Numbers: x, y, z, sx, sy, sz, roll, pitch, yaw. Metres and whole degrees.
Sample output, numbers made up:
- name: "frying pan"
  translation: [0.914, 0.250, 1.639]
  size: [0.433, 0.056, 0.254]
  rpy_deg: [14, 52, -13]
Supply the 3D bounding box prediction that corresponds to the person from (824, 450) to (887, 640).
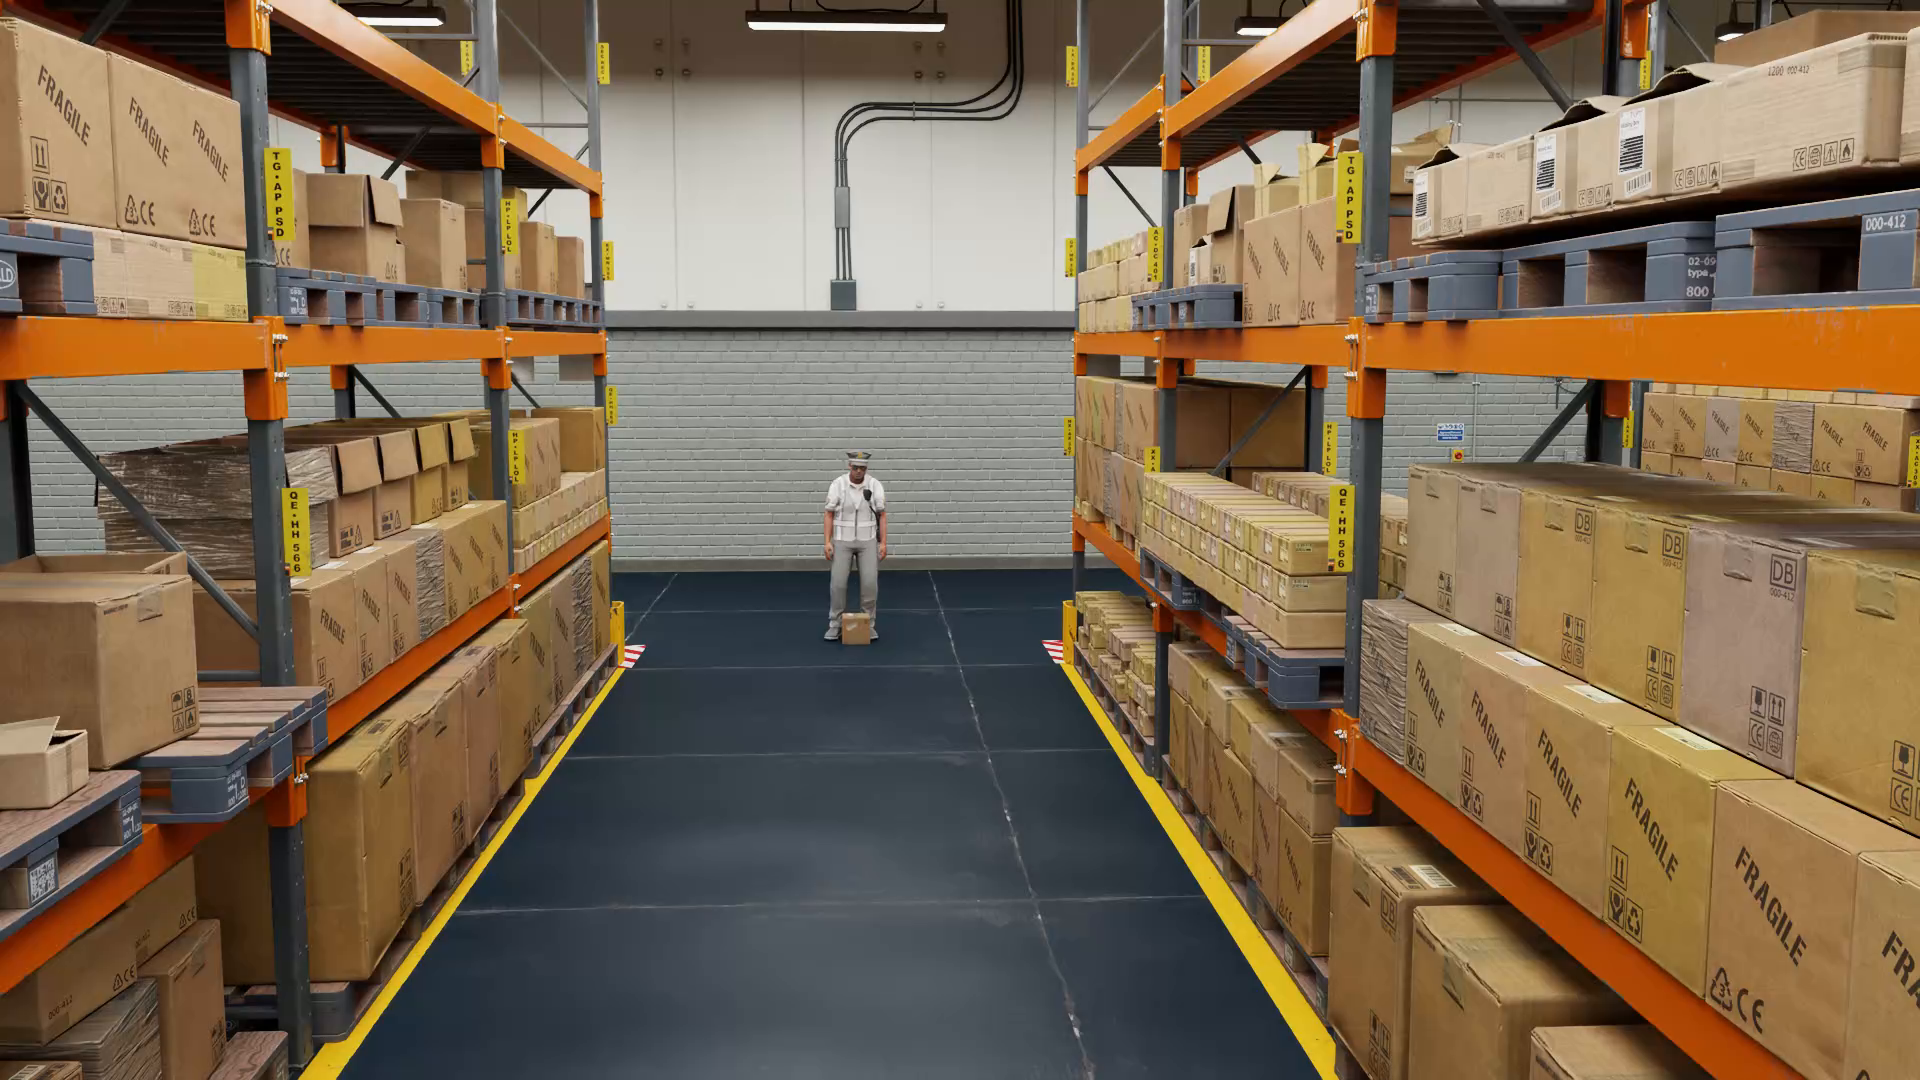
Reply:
- name: "person"
  translation: [-0.973, 0.037, 15.405]
  size: [0.602, 1.747, 0.448]
  rpy_deg: [-1, 7, -7]
